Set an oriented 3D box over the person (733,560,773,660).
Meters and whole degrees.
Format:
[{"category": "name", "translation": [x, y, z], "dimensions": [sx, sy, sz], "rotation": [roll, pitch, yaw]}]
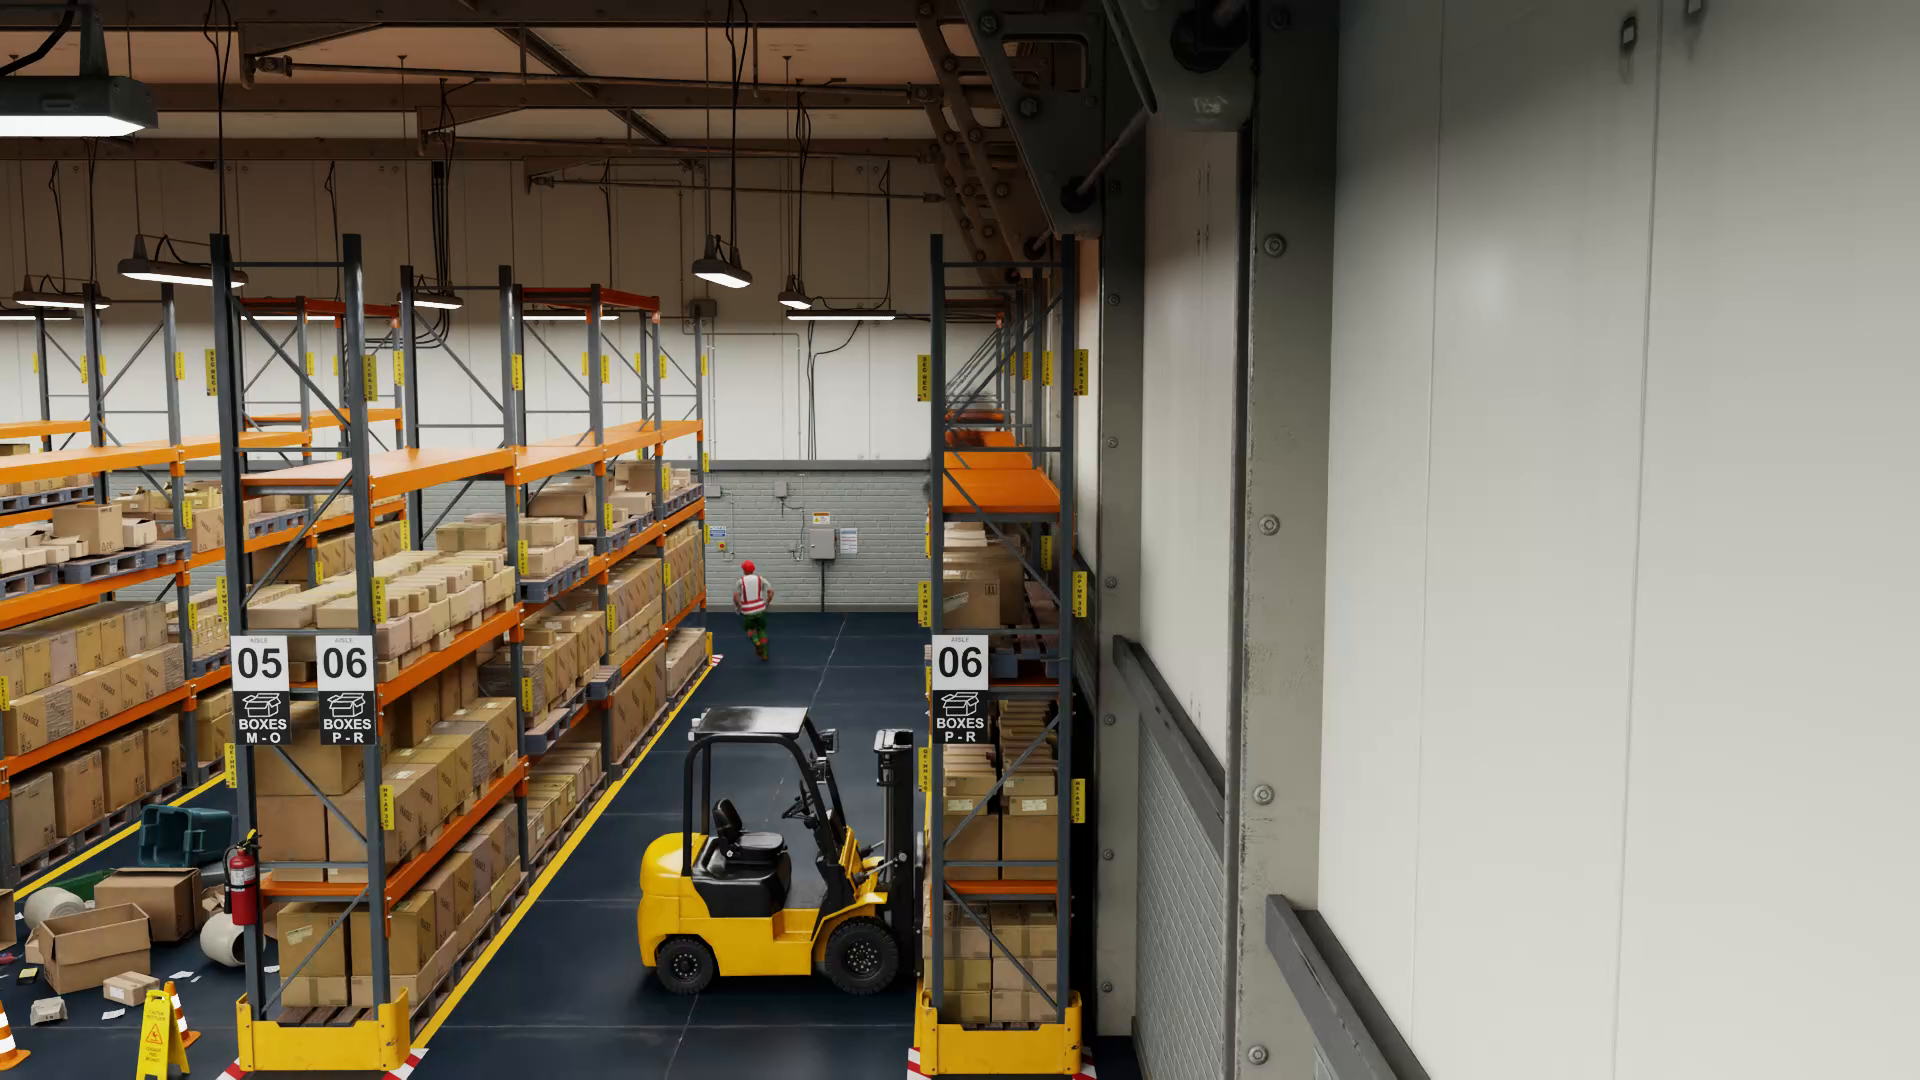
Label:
[{"category": "person", "translation": [-3.534, 1.197, 28.288], "dimensions": [0.707, 1.727, 0.555], "rotation": [-2, 7, -19]}]
